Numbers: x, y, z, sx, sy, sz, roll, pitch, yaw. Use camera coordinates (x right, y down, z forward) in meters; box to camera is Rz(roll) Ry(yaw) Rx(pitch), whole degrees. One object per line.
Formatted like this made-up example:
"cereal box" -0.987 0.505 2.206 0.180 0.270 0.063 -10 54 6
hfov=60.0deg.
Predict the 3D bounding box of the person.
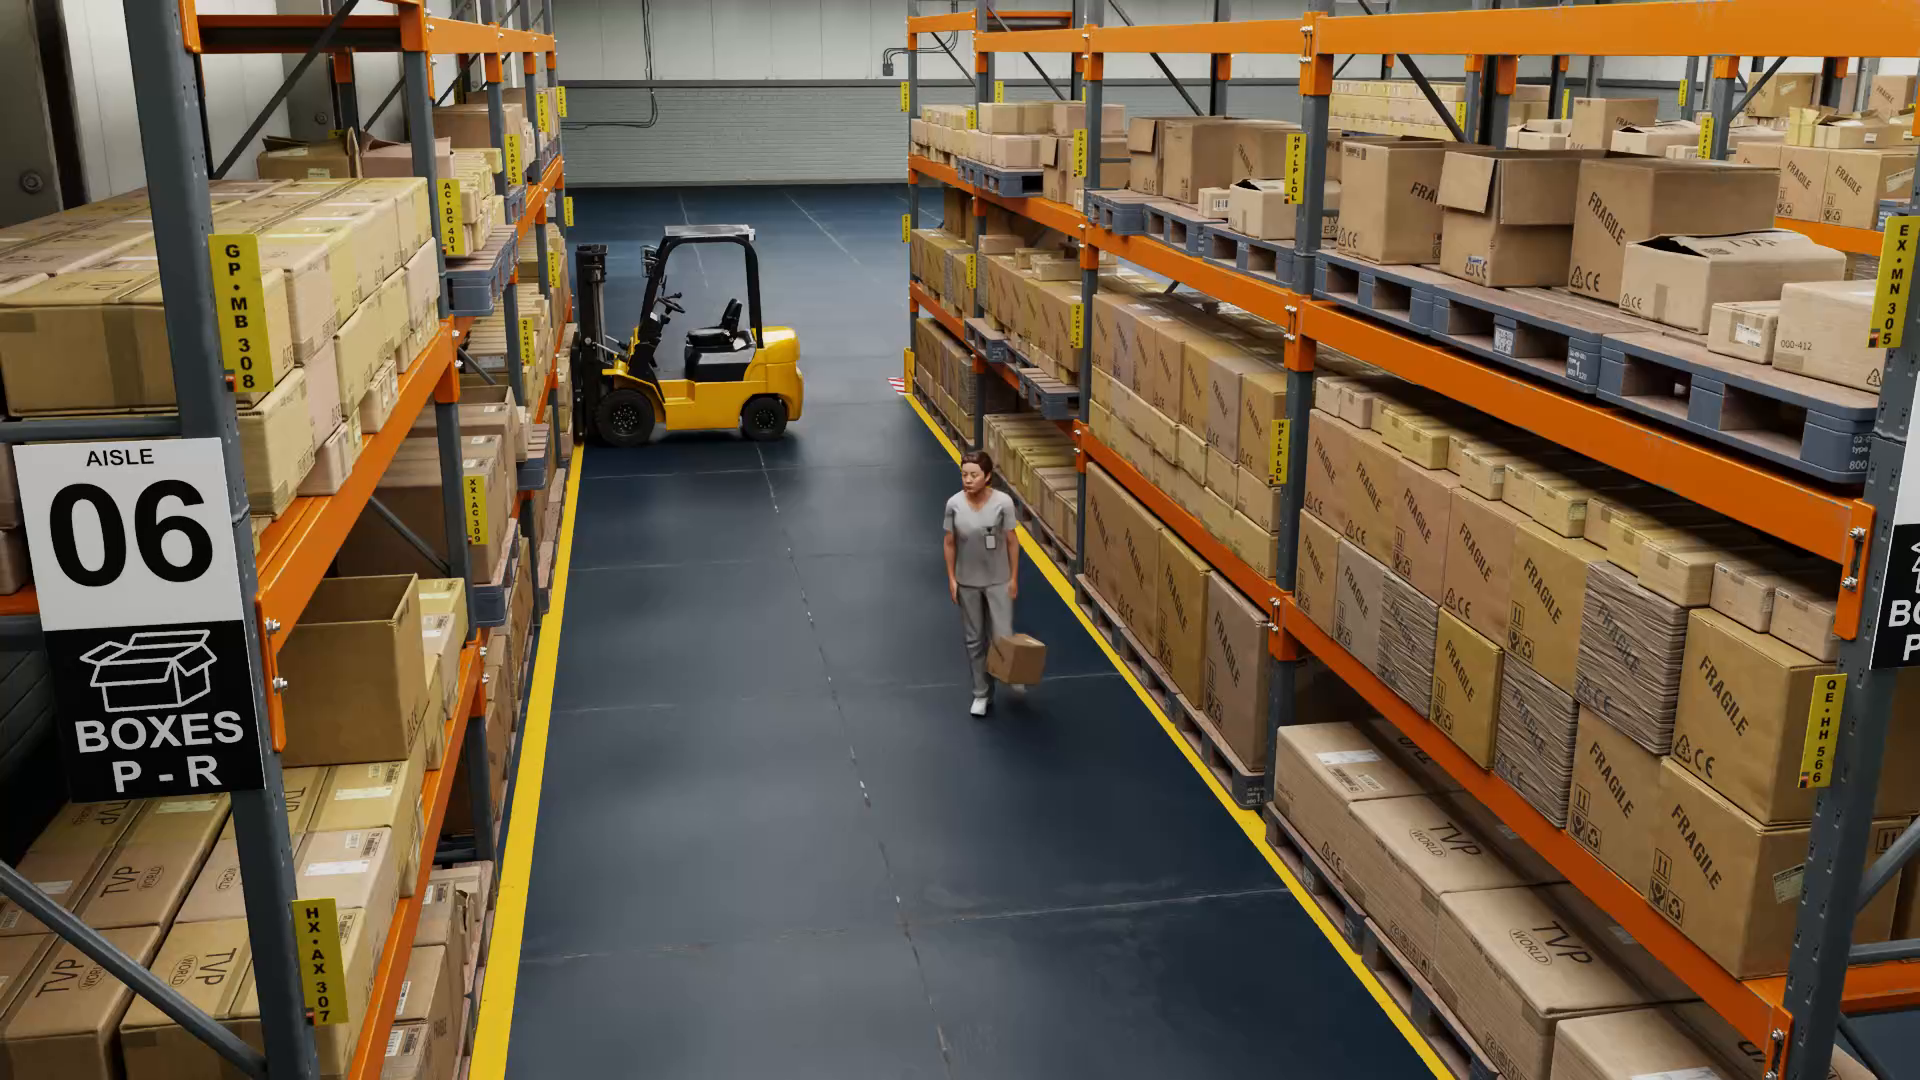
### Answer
"person" 0.156 0.246 10.193 0.503 1.669 0.483 4 17 13
